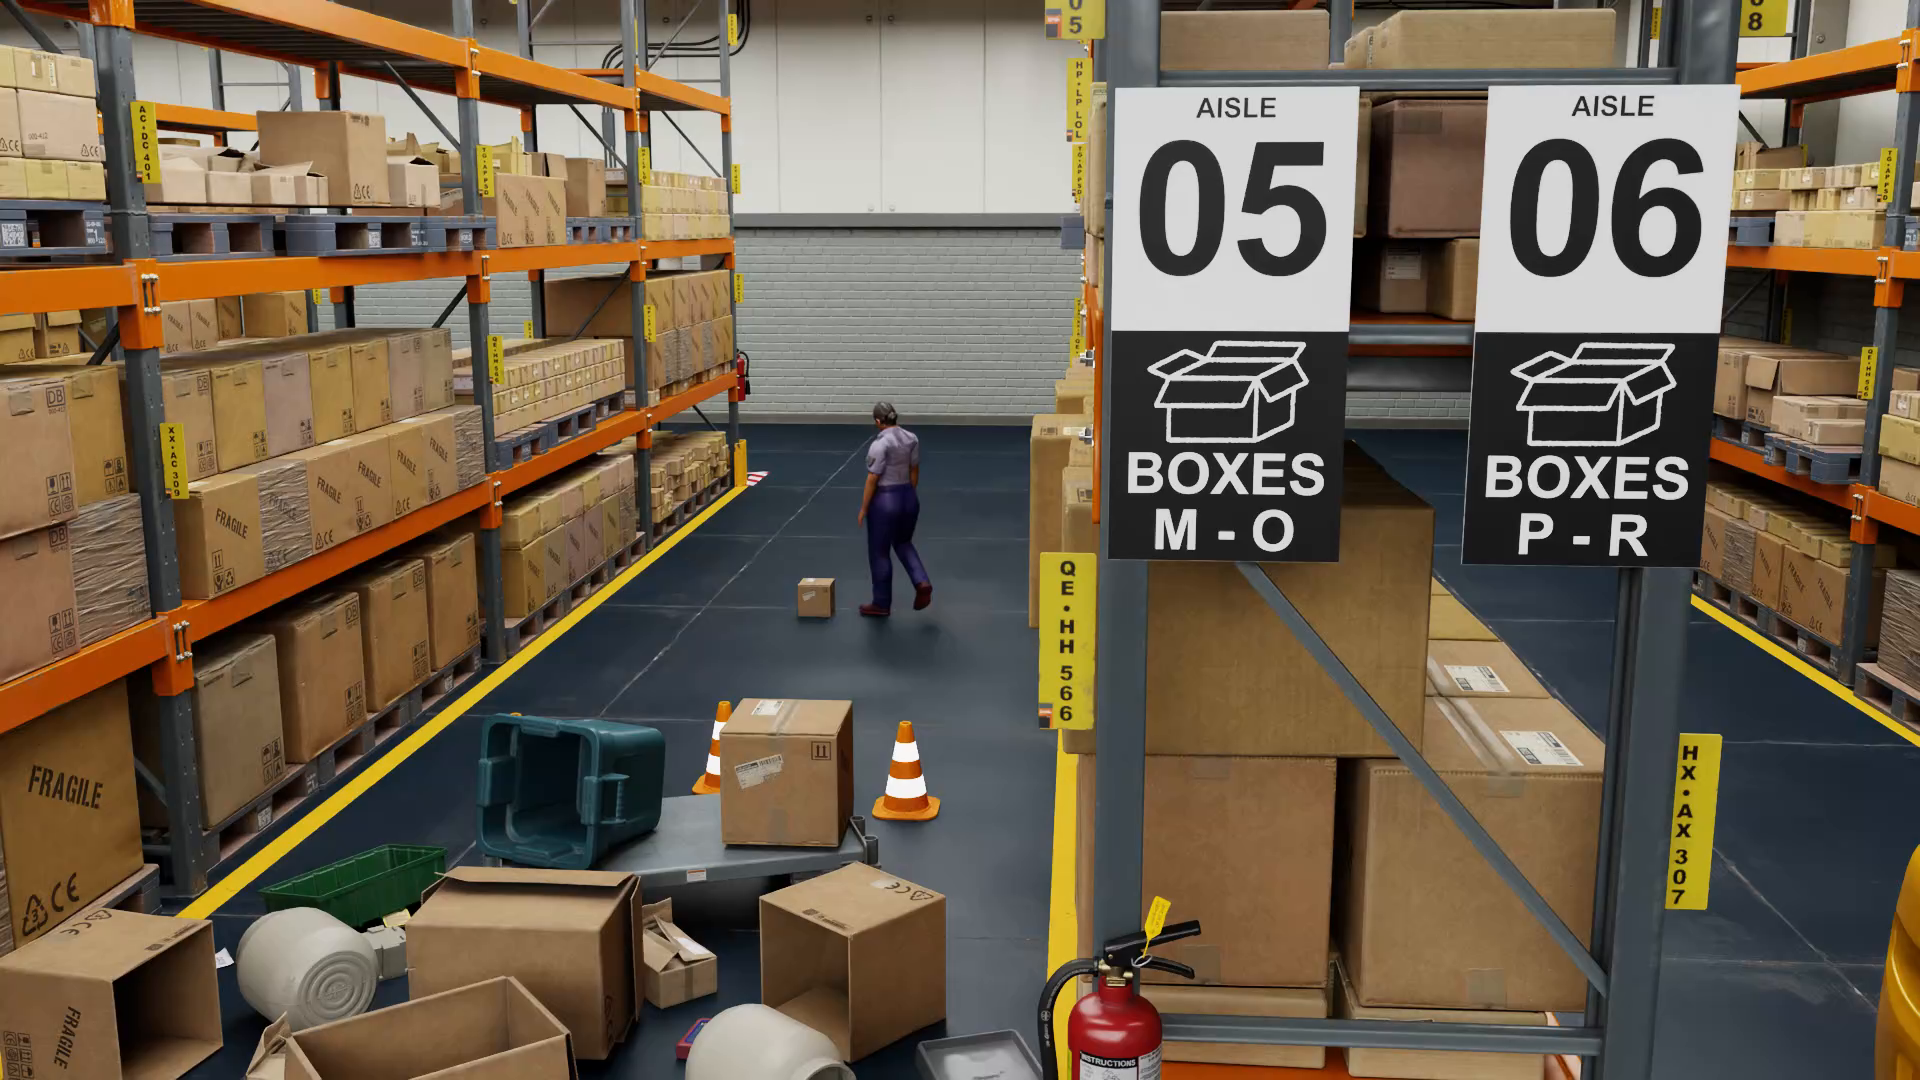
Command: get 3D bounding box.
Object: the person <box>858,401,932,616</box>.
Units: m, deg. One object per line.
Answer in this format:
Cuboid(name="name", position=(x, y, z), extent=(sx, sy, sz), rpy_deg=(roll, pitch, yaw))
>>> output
Cuboid(name="person", position=(-0.505, -0.241, 12.647), extent=(0.498, 1.636, 0.548), rpy_deg=(10, 15, 42))
